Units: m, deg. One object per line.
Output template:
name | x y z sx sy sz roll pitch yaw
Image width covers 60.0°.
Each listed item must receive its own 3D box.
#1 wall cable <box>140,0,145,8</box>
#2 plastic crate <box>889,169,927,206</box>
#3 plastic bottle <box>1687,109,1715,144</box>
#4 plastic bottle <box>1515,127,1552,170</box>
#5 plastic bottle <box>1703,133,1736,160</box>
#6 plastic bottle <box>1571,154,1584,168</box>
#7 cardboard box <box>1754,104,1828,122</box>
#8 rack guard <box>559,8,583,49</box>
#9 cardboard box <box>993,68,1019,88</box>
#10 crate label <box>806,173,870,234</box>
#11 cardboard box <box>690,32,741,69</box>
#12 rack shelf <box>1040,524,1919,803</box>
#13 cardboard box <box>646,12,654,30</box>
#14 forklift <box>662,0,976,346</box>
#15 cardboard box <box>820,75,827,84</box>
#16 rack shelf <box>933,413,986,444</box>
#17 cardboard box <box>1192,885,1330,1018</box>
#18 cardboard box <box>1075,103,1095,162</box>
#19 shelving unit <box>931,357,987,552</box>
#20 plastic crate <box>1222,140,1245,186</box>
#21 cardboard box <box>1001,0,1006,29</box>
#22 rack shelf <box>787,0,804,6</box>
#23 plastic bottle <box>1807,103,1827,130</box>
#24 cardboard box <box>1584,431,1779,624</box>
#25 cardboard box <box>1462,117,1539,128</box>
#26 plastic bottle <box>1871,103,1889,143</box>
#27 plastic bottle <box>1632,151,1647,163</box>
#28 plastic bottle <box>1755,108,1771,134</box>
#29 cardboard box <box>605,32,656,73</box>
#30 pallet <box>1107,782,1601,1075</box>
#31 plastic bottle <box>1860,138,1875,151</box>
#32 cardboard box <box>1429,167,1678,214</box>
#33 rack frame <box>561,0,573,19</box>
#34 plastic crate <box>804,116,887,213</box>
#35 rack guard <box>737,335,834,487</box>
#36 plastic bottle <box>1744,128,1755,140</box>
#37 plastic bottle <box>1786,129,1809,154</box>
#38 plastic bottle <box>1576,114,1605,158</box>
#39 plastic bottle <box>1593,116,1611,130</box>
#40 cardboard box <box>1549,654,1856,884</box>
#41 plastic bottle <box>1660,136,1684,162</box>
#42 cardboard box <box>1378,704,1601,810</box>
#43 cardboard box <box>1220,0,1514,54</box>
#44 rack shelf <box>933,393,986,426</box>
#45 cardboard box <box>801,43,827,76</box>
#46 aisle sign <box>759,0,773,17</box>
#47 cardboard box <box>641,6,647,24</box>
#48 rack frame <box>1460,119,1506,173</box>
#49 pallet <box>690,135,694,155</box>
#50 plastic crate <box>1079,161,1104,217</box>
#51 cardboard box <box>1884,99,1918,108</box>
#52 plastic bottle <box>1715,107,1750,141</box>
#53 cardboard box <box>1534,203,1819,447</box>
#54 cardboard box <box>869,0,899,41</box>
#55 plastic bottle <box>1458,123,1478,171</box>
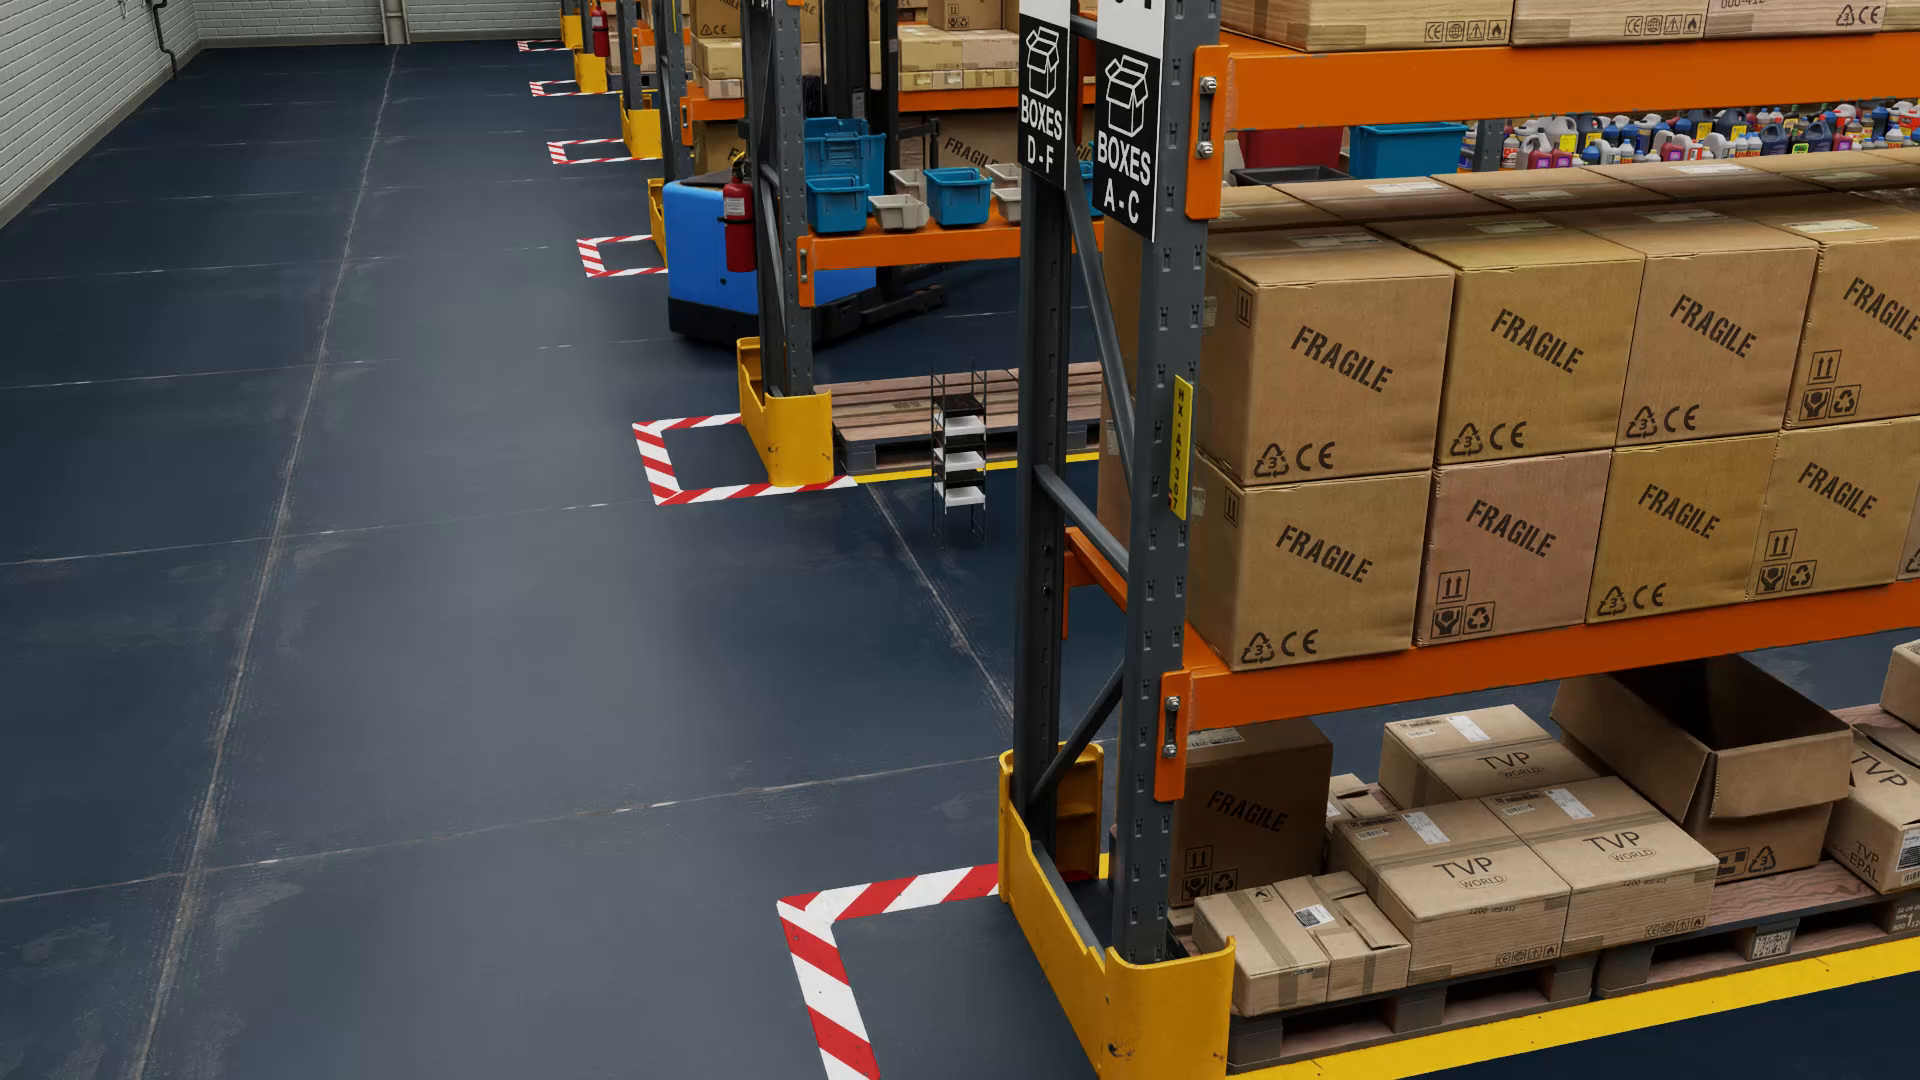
wall cable | -10.805 -7.939 21.660 0.122 1.984 0.588 -6 24 -14
plastic crate | -0.237 -1.964 9.280 0.243 0.136 0.396 -6 24 -14
plastic bottle | 4.735 -2.644 10.671 0.185 0.351 0.144 -6 24 -14
plastic bottle | 3.343 -2.224 9.691 0.185 0.351 0.144 -6 24 -14
plastic bottle | 4.541 -2.299 9.960 0.135 0.276 0.152 -6 24 -14
plastic bottle | 3.581 -2.147 9.701 0.097 0.201 0.097 0 23 0
cardboard box | 8.181 -4.013 16.410 0.500 0.500 0.700 -6 24 -15
rack guard | -6.259 -8.288 26.931 0.348 0.500 1.175 -6 24 -14
cardboard box | 0.344 -3.826 13.681 0.250 0.149 0.380 -6 24 -13
crate label | -0.647 -1.754 8.669 0.303 0.233 0.416 -6 24 -14
cardboard box | -1.916 -4.002 13.586 0.500 0.250 0.500 -7 24 -15
rack shelf | 2.287 0.097 5.132 4.000 0.370 1.077 -6 24 -14
cardboard box | -3.153 -5.470 17.514 0.250 0.149 0.380 -7 24 -15
forklift | -0.740 -3.093 11.742 1.130 2.935 3.031 16 28 32
cardboard box | -1.137 -3.663 13.300 0.250 0.149 0.380 -7 24 -15
rack shelf | -0.008 -0.547 8.013 0.200 0.077 0.258 -6 24 -14
cardboard box | 0.857 1.173 4.769 0.250 0.149 0.380 -6 24 -14
cardboard box | 0.883 -3.385 14.496 0.875 0.875 0.875 -6 24 -14
shelving unit | -0.008 -0.413 8.071 0.210 0.900 0.258 -6 24 -14
plastic crate | 1.358 -2.208 9.666 0.530 0.282 0.437 -6 24 -14
cardboard box | 0.534 -4.617 14.068 0.500 0.500 0.500 -6 24 -14
rack shelf | 0.952 -3.162 8.925 4.000 0.370 1.077 -6 24 -14
plastic bottle | 5.638 -2.730 10.957 0.133 0.283 0.061 -6 24 -14
cardboard box | 1.839 -0.123 4.606 0.500 0.500 0.500 -6 24 -15
cardboard box | 4.721 -3.785 15.429 0.875 0.875 1.225 -7 24 -17
plastic bottle | 6.106 -2.769 11.063 0.097 0.271 0.097 0 23 0
plastic bottle | 3.992 -2.192 9.807 0.097 0.201 0.097 0 23 0
plastic bottle | 5.216 -2.671 10.834 0.097 0.271 0.097 0 23 0
cardboard box | -4.380 -6.668 22.703 0.875 0.438 0.875 -7 24 -16
pallet | 1.202 1.168 5.261 1.213 0.211 1.003 -6 24 -14
plastic bottle | 5.554 -2.365 10.210 0.097 0.201 0.097 0 23 0
cardboard box | 1.699 -0.789 4.890 0.500 0.500 0.500 -6 24 -13
rack frame | -6.333 -9.428 26.420 0.127 3.000 1.000 -6 24 -14
plastic crate | -0.701 -2.052 9.107 0.499 0.435 0.616 -6 24 -14
rack guard | -0.993 -0.745 9.353 0.348 0.500 1.175 -6 24 -14
plastic bottle | 4.809 -2.374 10.142 0.097 0.271 0.097 0 23 0
plastic bottle | 5.048 -2.339 10.046 0.133 0.283 0.061 -6 24 -14
plastic bottle | 3.891 -2.492 10.316 0.185 0.351 0.144 -6 24 -14
plastic bottle | 4.007 -2.528 10.495 0.135 0.276 0.152 -6 24 -14
cardboard box | 2.405 0.700 5.421 0.637 0.503 0.797 -6 24 -14
plastic bottle | 4.201 -2.246 9.828 0.133 0.283 0.061 -6 24 -14
cardboard box | 1.741 0.800 5.512 0.500 0.250 0.500 -6 24 -14
cardboard box | 0.924 -1.288 3.835 0.500 0.250 0.500 -6 24 -14
rack shelf | -0.008 -0.630 7.977 0.200 0.077 0.258 -6 24 -14
cardboard box | -1.278 -3.856 13.246 0.500 0.250 0.500 -7 24 -15
aisle sign | -0.962 -2.976 8.084 0.004 0.787 0.394 -6 24 -14
cardboard box | -3.316 -5.702 18.054 0.250 0.149 0.380 -6 24 -14
rack frame | 2.878 -2.328 9.871 0.127 3.000 1.000 -6 24 -14
pallet | -2.689 -4.476 18.413 1.213 0.211 1.003 -6 24 -14
plastic crate | 0.621 -1.894 8.996 0.300 0.233 0.416 -6 24 -14
cardboard box | 9.639 -4.132 16.713 0.500 0.500 0.500 -7 24 -16
plastic bottle | 4.906 -2.601 10.570 0.185 0.351 0.144 -6 24 -14
cardboard box | 1.844 -0.583 4.410 0.500 0.500 0.500 -6 24 -14
cardboard box | -0.798 -4.254 13.221 0.500 0.500 0.500 -7 24 -16
plastic bottle | 3.170 -2.435 10.279 0.135 0.276 0.152 -6 24 -14
